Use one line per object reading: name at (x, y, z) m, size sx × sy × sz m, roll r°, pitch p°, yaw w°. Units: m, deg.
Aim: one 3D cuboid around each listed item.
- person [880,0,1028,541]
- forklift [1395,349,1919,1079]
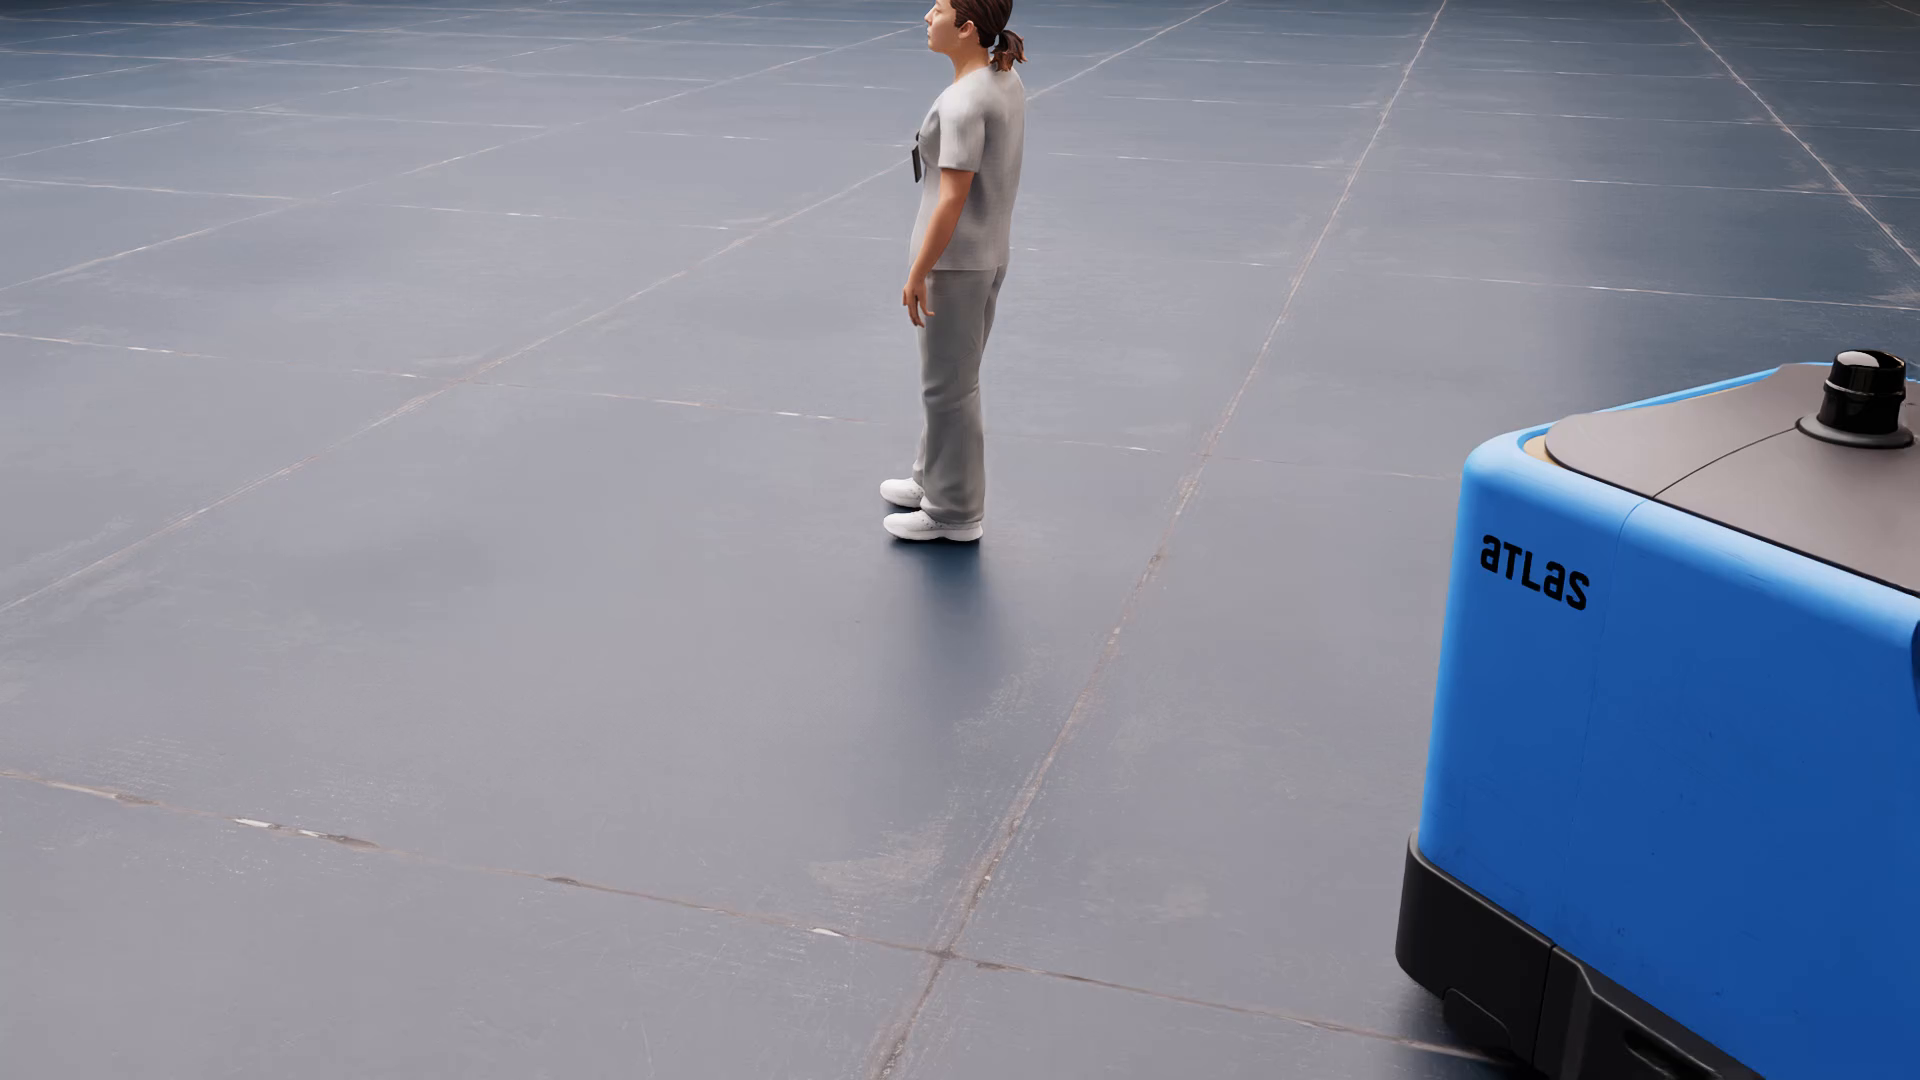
person at (-0.066, -0.795, 4.830) m, size 0.549 × 1.675 × 0.549 m, roll 7°, pitch 23°, yaw 16°
forklift at (2.000, -0.139, 1.617) m, size 1.130 × 2.935 × 3.031 m, roll -13°, pitch 26°, yaw -29°
